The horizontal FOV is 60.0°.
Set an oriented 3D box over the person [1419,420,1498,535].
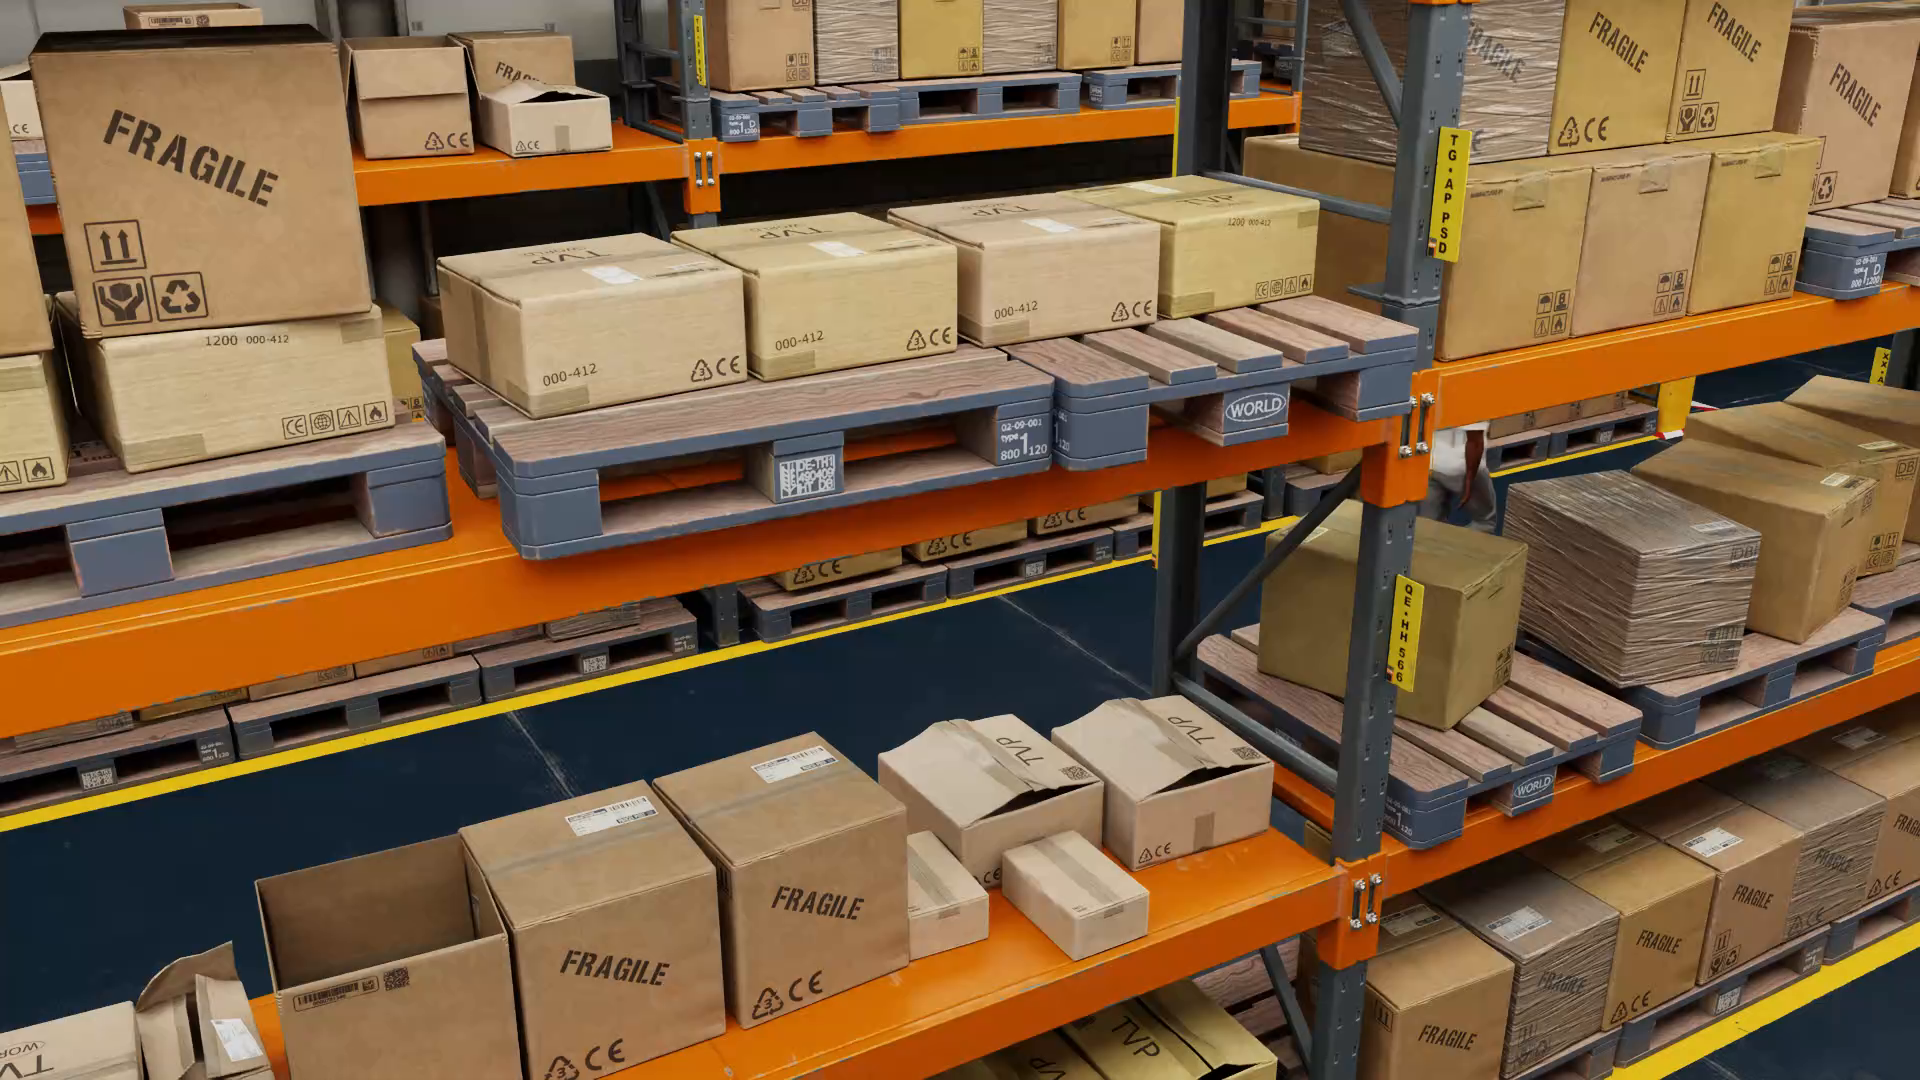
[{"bbox_3d":[2.853,-0.424,9.618,0.483,1.806,0.566,-15,26,-33],"label":"person"}]
